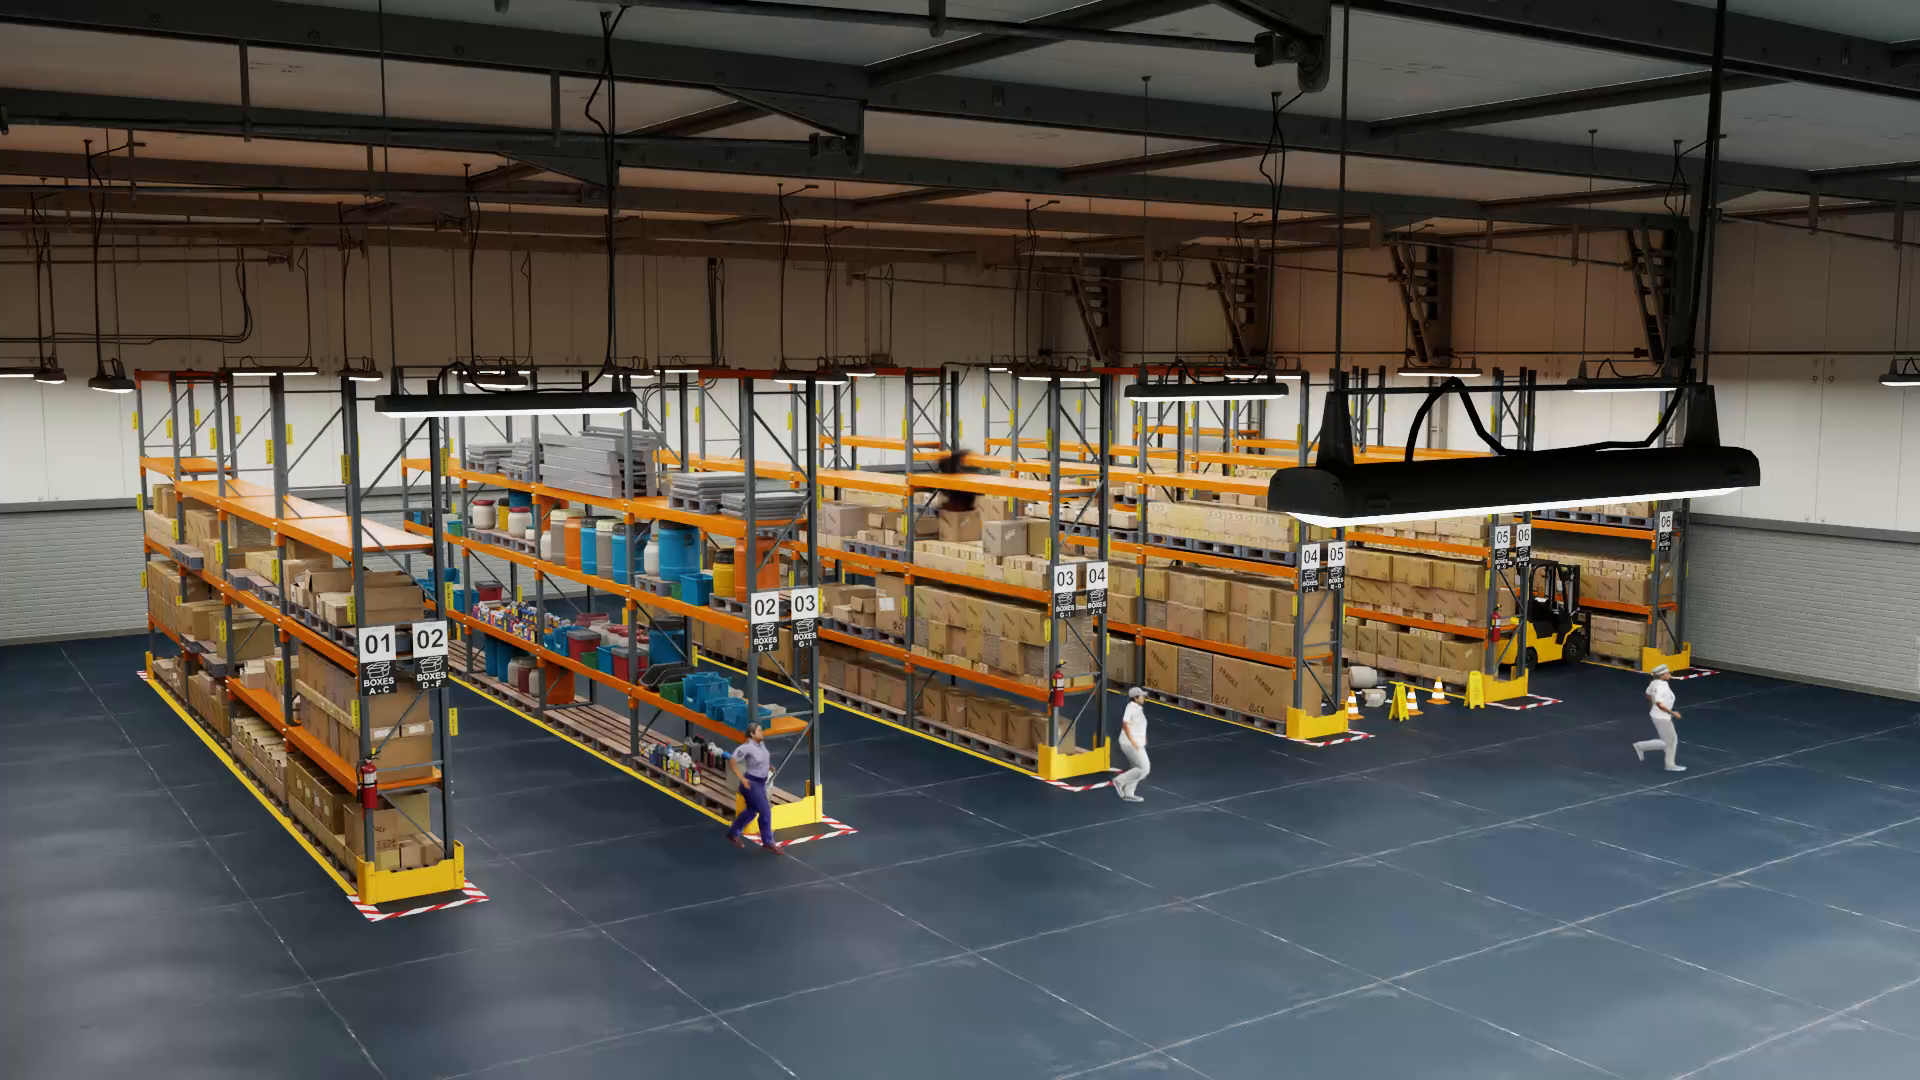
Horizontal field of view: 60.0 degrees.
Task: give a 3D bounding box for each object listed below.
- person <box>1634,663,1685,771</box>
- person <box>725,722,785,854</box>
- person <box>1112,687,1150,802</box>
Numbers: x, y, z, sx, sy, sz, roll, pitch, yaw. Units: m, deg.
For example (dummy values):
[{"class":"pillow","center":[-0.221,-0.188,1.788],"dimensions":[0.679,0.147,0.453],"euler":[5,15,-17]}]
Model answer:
[{"class":"person","center":[10.609,2.682,25.188],"dimensions":[0.773,1.649,0.593],"euler":[1,7,12]},{"class":"person","center":[-2.601,3.124,21.080],"dimensions":[0.839,1.646,0.607],"euler":[2,7,14]},{"class":"person","center":[2.406,2.884,23.527],"dimensions":[0.531,1.618,0.623],"euler":[0,6,-2]}]
